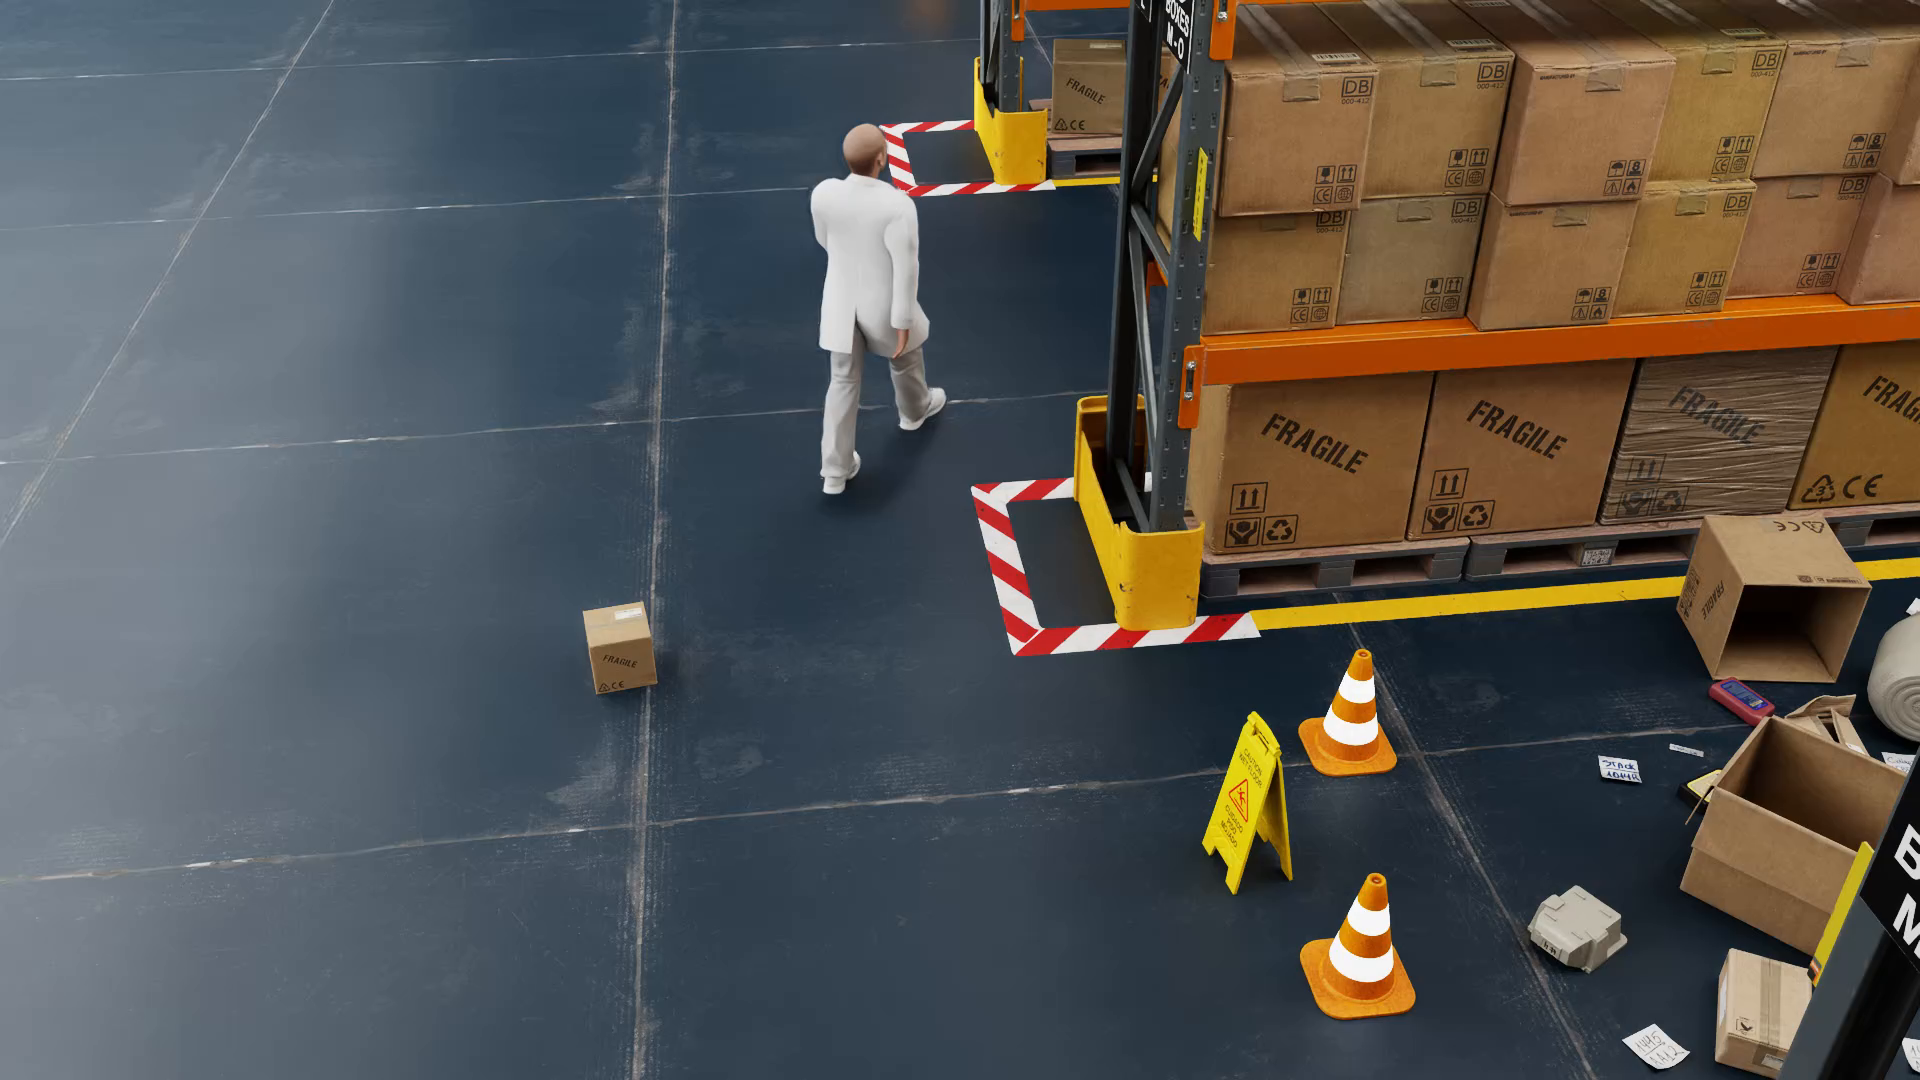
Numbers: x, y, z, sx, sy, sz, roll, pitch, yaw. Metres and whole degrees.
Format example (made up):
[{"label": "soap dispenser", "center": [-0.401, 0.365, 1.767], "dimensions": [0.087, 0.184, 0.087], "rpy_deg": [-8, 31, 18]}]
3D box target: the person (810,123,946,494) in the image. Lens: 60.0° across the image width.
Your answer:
[{"label": "person", "center": [-0.387, -1.172, 7.847], "dimensions": [0.577, 1.722, 1.087], "rpy_deg": [11, 36, 15]}]
